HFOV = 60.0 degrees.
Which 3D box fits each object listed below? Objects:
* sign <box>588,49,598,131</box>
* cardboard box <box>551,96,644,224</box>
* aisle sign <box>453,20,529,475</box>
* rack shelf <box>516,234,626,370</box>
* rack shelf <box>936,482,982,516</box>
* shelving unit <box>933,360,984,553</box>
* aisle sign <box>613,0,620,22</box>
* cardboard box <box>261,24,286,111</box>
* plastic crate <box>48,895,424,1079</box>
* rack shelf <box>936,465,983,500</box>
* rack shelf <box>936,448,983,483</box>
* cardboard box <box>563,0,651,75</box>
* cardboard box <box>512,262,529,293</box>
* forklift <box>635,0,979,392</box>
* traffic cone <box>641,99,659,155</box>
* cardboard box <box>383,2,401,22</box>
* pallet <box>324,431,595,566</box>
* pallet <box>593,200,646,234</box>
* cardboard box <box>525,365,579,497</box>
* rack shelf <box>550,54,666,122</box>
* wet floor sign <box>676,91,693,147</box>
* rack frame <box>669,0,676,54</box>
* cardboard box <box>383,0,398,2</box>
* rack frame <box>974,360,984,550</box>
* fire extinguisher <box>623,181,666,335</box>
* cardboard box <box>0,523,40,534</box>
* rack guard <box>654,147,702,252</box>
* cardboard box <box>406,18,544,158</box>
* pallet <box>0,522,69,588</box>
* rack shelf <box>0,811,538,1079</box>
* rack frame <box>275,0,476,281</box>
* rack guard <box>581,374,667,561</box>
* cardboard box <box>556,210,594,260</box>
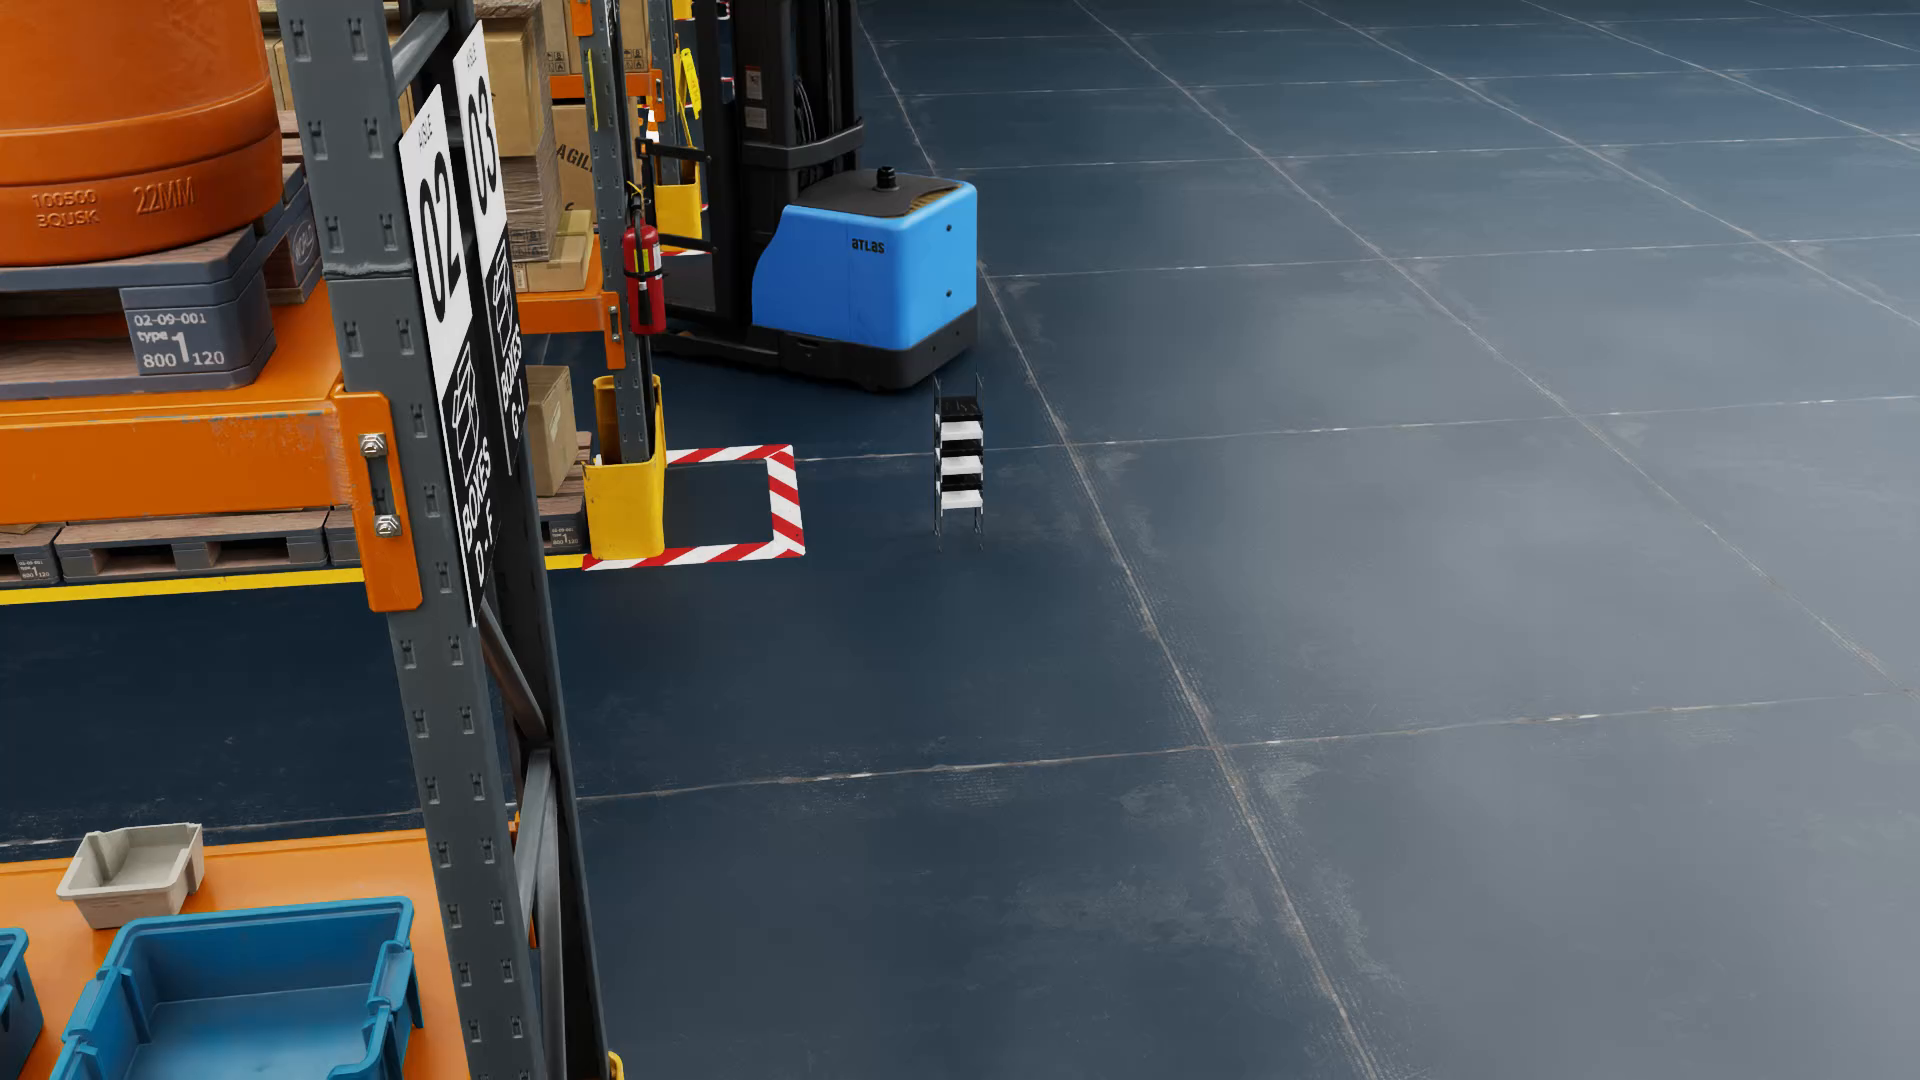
[{"bbox_3d":[-1.562,-1.914,7.079,0.005,0.325,0.100,-4,27,-7],"label":"sign"},{"bbox_3d":[-2.873,-2.927,12.537,0.875,0.875,0.875,-4,27,-7],"label":"cardboard box"},{"bbox_3d":[-0.899,-0.565,3.217,0.004,0.787,0.394,-4,27,-7],"label":"aisle sign"},{"bbox_3d":[-3.600,-1.063,7.824,4.000,0.370,1.077,-4,27,-7],"label":"rack shelf"},{"bbox_3d":[-0.008,-0.210,8.141,0.200,0.077,0.258,-4,27,-7],"label":"rack shelf"},{"bbox_3d":[-0.008,-0.400,8.044,0.210,0.900,0.258,-4,27,-7],"label":"shelving unit"},{"bbox_3d":[-1.600,-2.806,7.586,0.004,0.787,0.394,-4,27,-7],"label":"aisle sign"},{"bbox_3d":[-3.119,-1.920,7.176,0.500,0.500,0.500,-4,27,-7],"label":"cardboard box"},{"bbox_3d":[-1.383,0.962,3.252,0.616,0.251,0.499,-4,27,-7],"label":"plastic crate"},{"bbox_3d":[-0.008,-0.290,8.100,0.200,0.077,0.258,-4,27,-7],"label":"rack shelf"},{"bbox_3d":[-0.008,-0.370,8.059,0.200,0.077,0.258,-4,27,-7],"label":"rack shelf"},{"bbox_3d":[-2.572,-3.781,12.170,0.550,0.550,0.875,-4,27,-7],"label":"cardboard box"},{"bbox_3d":[-2.121,-1.271,7.717,0.250,0.149,0.380,-4,27,-7],"label":"cardboard box"},{"bbox_3d":[-1.429,-2.647,10.198,3.031,2.935,1.130,13,30,24],"label":"forklift"},{"bbox_3d":[-2.755,-3.771,15.092,0.334,0.463,0.336,-4,27,-7],"label":"traffic cone"},{"bbox_3d":[-2.698,-2.191,7.705,0.500,0.500,0.500,-4,27,-7],"label":"cardboard box"},{"bbox_3d":[-2.504,-0.229,8.465,1.213,0.211,1.003,-4,27,-7],"label":"pallet"},{"bbox_3d":[-2.991,-2.432,12.758,1.213,0.211,1.003,-4,27,-7],"label":"pallet"},{"bbox_3d":[-2.240,-0.553,8.320,0.500,0.500,0.500,1,27,2],"label":"cardboard box"},{"bbox_3d":[-4.191,-3.312,12.206,4.000,0.370,1.077,-4,27,-7],"label":"rack shelf"},{"bbox_3d":[-2.458,-3.608,14.575,0.232,0.644,0.267,-8,28,-16],"label":"wet floor sign"},{"bbox_3d":[-3.000,-5.990,16.638,0.127,3.000,1.000,-4,27,-7],"label":"rack frame"},{"bbox_3d":[-4.204,-3.705,12.021,0.500,0.550,0.875,-4,27,-7],"label":"cardboard box"},{"bbox_3d":[0.093,-0.406,8.056,0.006,0.900,0.240,-4,27,-7],"label":"rack frame"},{"bbox_3d":[-1.442,-1.275,7.533,0.183,0.674,0.296,-4,27,-7],"label":"fire extinguisher"},{"bbox_3d":[-4.613,-0.378,7.978,0.500,0.500,0.500,5,28,9],"label":"cardboard box"},{"bbox_3d":[-2.187,-2.648,12.863,0.348,0.500,1.175,-4,27,-7],"label":"rack guard"},{"bbox_3d":[-2.130,-1.985,7.302,0.500,0.500,0.500,-4,27,-7],"label":"cardboard box"},{"bbox_3d":[-4.920,-0.074,8.163,1.213,0.211,1.003,-4,27,-7],"label":"pallet"},{"bbox_3d":[-2.910,1.176,3.460,4.000,0.370,1.077,-4,27,-7],"label":"rack shelf"},{"bbox_3d":[-0.929,-1.940,2.174,0.127,3.000,1.000,-4,27,-7],"label":"rack frame"},{"bbox_3d":[-1.695,-0.393,8.469,0.348,0.500,1.175,-4,27,-7],"label":"rack guard"},{"bbox_3d":[-1.935,-1.488,8.139,0.250,0.149,0.380,-4,27,-7],"label":"cardboard box"}]
